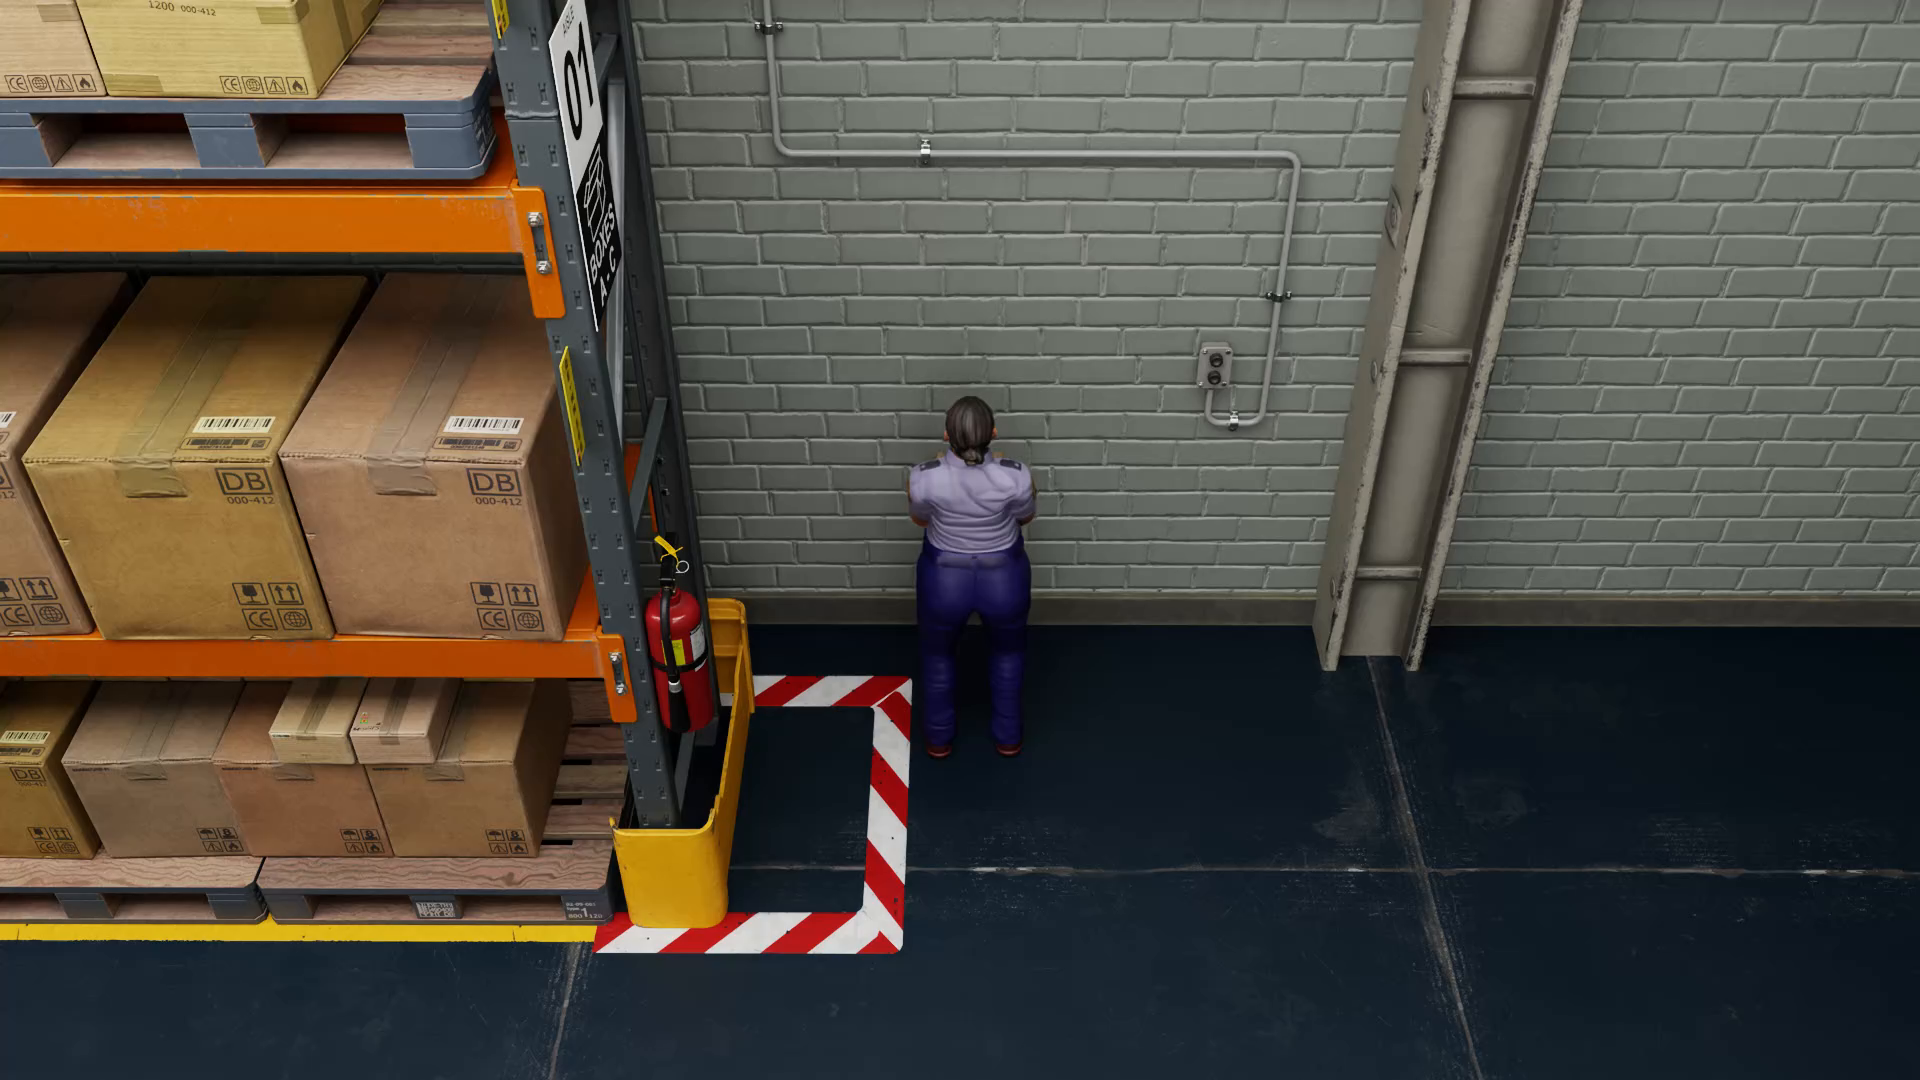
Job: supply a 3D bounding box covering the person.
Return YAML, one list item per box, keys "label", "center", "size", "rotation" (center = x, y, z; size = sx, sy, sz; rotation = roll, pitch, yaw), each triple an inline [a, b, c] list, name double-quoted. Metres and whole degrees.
- label: "person"
  center: [0.041, 0.100, 6.065]
  size: [0.451, 1.630, 0.516]
  rotation: [-1, 40, -1]
